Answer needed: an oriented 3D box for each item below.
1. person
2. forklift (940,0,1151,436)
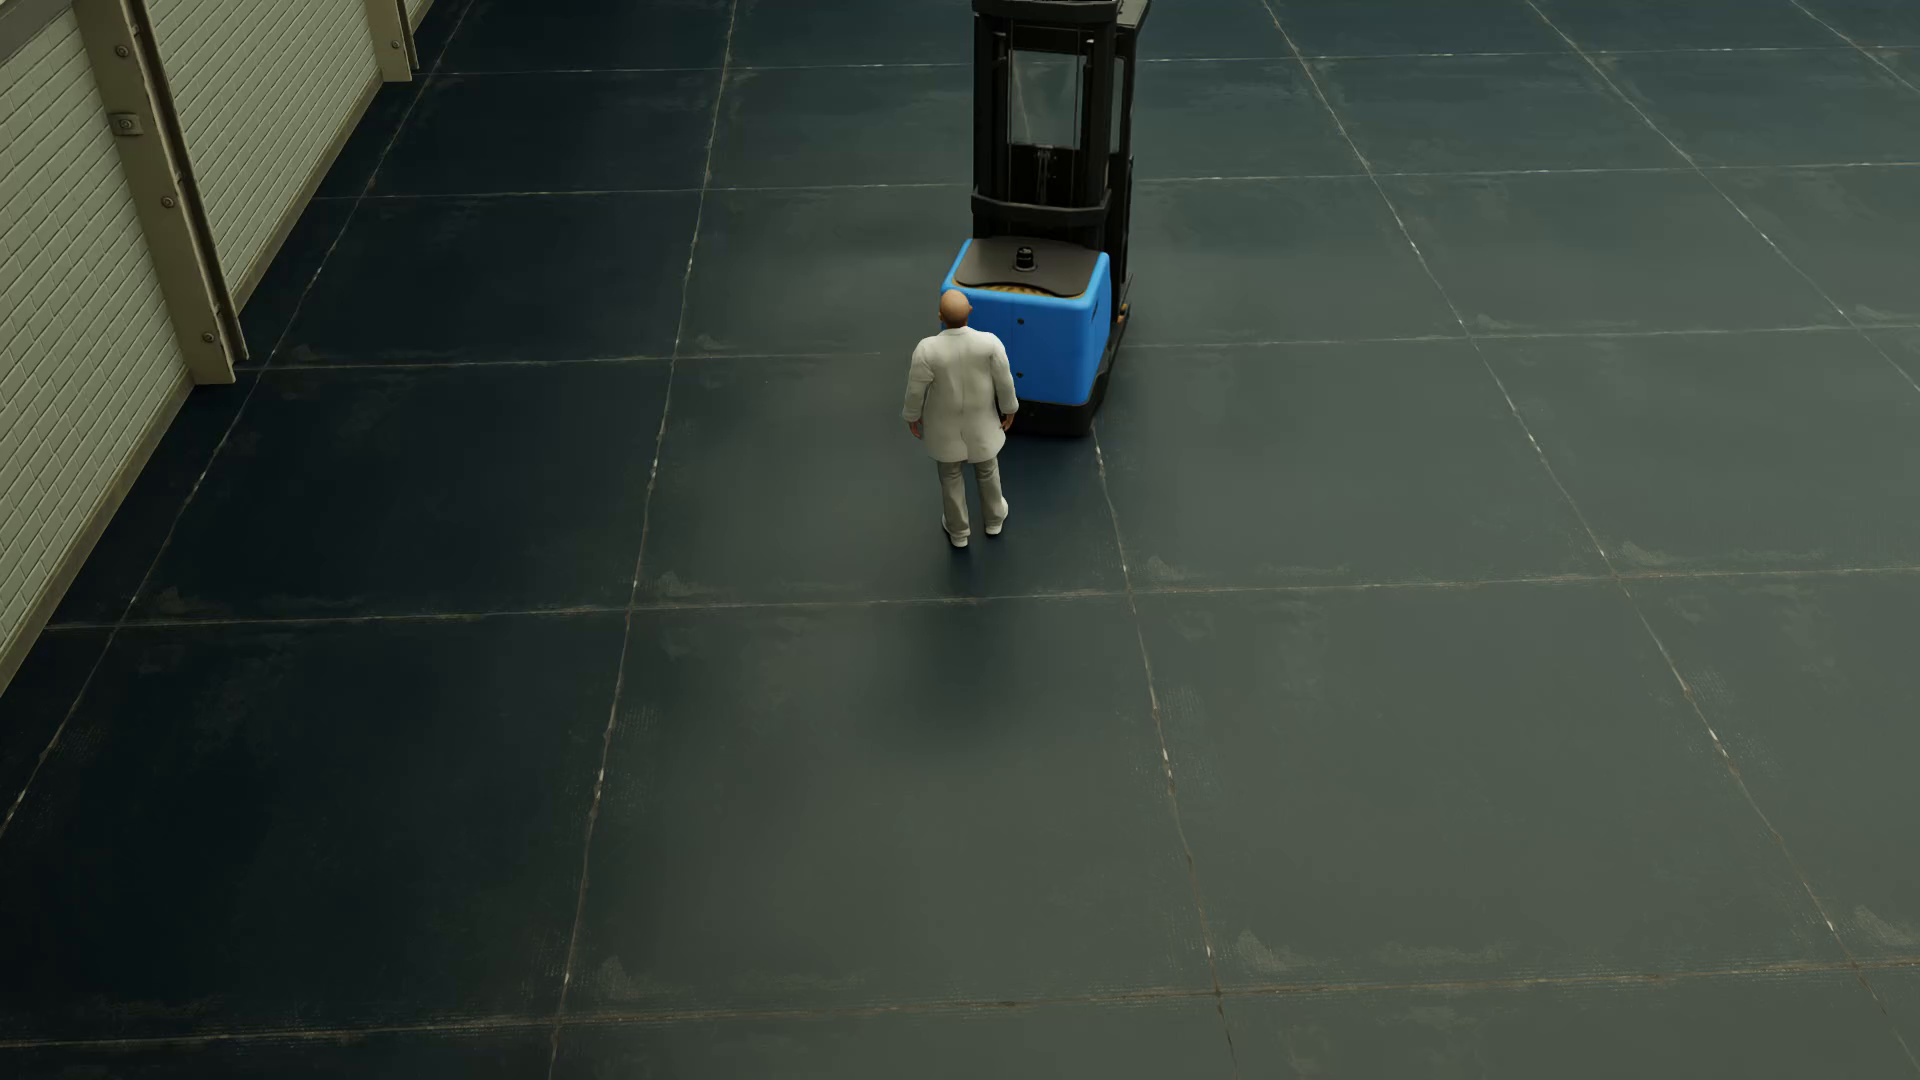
[{"bbox_3d":[-0.001,-0.778,10.046,0.698,1.777,0.578,-2,36,-2],"label":"person"},{"bbox_3d":[0.690,-2.764,11.805,1.130,2.935,3.031,8,37,11],"label":"forklift"}]
